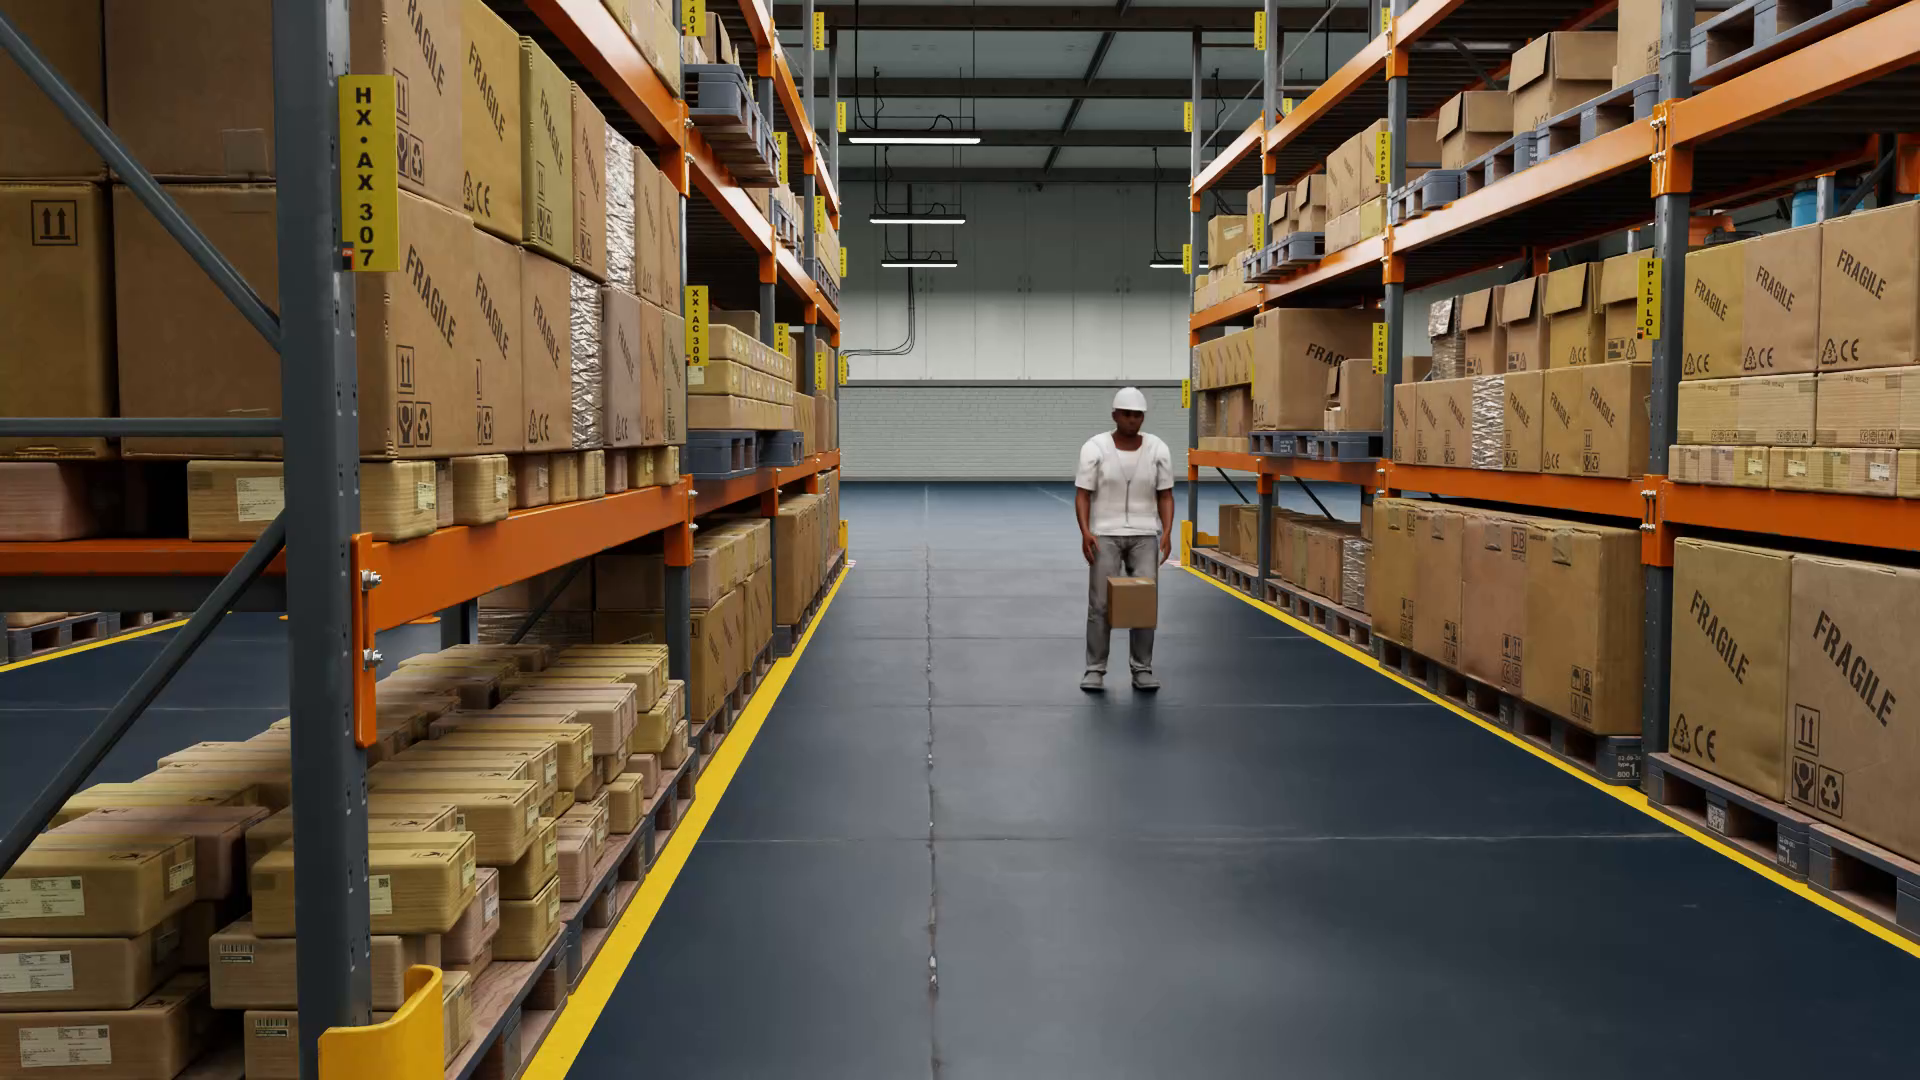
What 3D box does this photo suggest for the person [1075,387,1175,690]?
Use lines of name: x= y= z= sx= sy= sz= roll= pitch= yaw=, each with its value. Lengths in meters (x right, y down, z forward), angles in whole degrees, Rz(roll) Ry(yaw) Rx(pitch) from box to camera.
person: x=0.966 y=-0.011 z=9.740 sx=0.588 sy=1.765 sz=0.425 roll=0 pitch=4 yaw=-3
